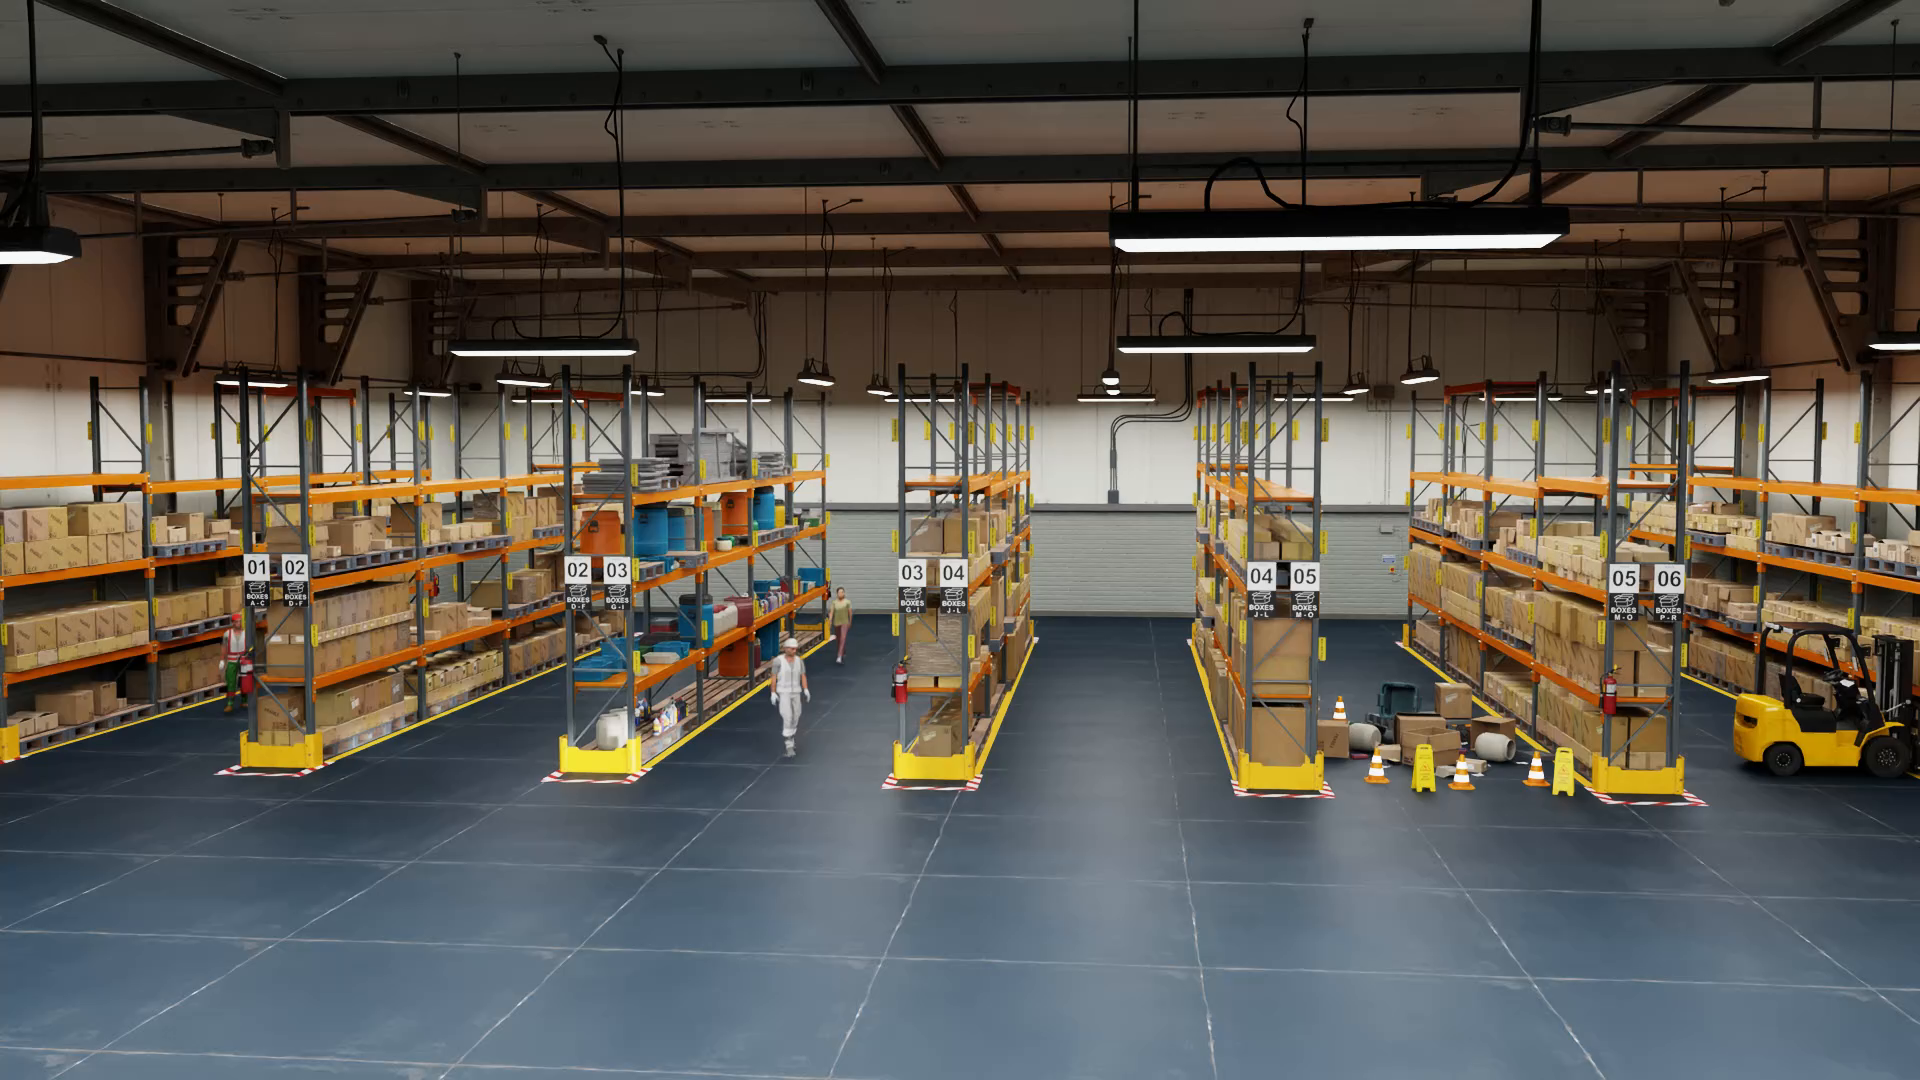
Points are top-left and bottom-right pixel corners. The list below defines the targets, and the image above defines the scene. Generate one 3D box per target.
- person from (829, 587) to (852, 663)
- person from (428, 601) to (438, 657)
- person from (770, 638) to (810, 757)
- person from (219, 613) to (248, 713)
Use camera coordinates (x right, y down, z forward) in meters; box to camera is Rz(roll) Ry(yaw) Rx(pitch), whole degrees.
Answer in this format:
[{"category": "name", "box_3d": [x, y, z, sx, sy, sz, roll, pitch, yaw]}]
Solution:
[{"category": "person", "box_3d": [-2.633, 1.838, 36.401, 0.462, 1.603, 1.060, 1, 4, 9]}, {"category": "person", "box_3d": [-10.883, 2.040, 33.981, 0.479, 1.576, 0.609, 1, 4, 8]}, {"category": "person", "box_3d": [-2.615, 2.448, 26.026, 0.559, 1.790, 0.756, -2, 4, -30]}, {"category": "person", "box_3d": [-12.962, 2.186, 29.801, 0.640, 1.733, 0.995, -1, 4, -16]}]
